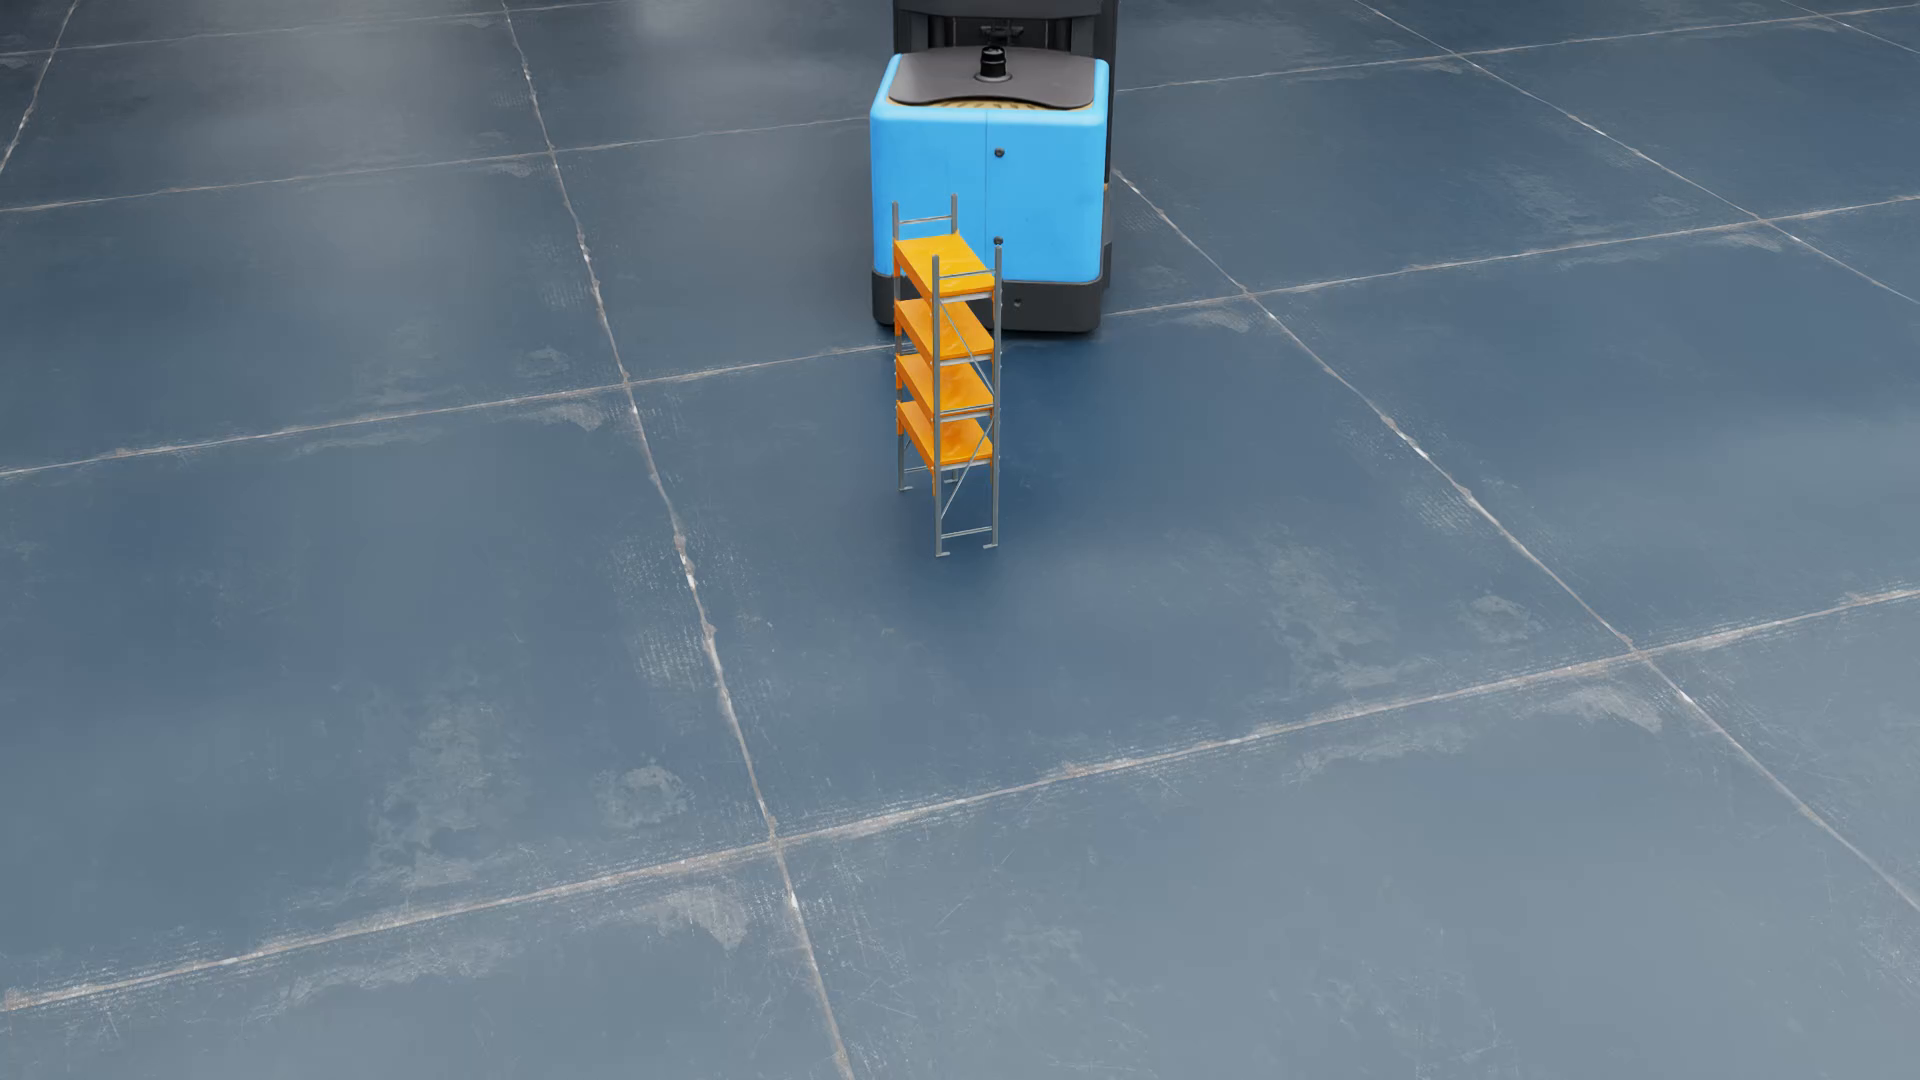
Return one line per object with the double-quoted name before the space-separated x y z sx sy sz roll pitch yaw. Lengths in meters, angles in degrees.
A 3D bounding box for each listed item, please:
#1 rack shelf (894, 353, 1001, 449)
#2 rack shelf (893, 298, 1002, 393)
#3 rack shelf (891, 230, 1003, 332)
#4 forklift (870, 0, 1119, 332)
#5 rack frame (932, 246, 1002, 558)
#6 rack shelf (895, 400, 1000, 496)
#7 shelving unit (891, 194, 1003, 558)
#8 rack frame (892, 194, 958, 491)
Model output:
"rack shelf" -0.050 -0.531 6.088 0.258 0.148 0.480 -10 35 -15
"rack shelf" -0.050 -0.718 5.965 0.258 0.148 0.480 -10 35 -15
"rack shelf" -0.050 -0.915 5.834 0.258 0.148 0.480 -10 35 -15
"forklift" 0.241 -2.957 8.067 1.130 2.935 3.031 3 34 4
"rack frame" 0.024 -0.459 5.857 0.240 1.200 0.015 -10 35 -15
"rack shelf" -0.050 -0.366 6.197 0.258 0.148 0.480 -10 35 -15
"shelving unit" -0.050 -0.587 6.051 0.258 1.200 0.503 -10 35 -15
"rack frame" -0.125 -0.716 6.245 0.240 1.200 0.015 -10 35 -15
